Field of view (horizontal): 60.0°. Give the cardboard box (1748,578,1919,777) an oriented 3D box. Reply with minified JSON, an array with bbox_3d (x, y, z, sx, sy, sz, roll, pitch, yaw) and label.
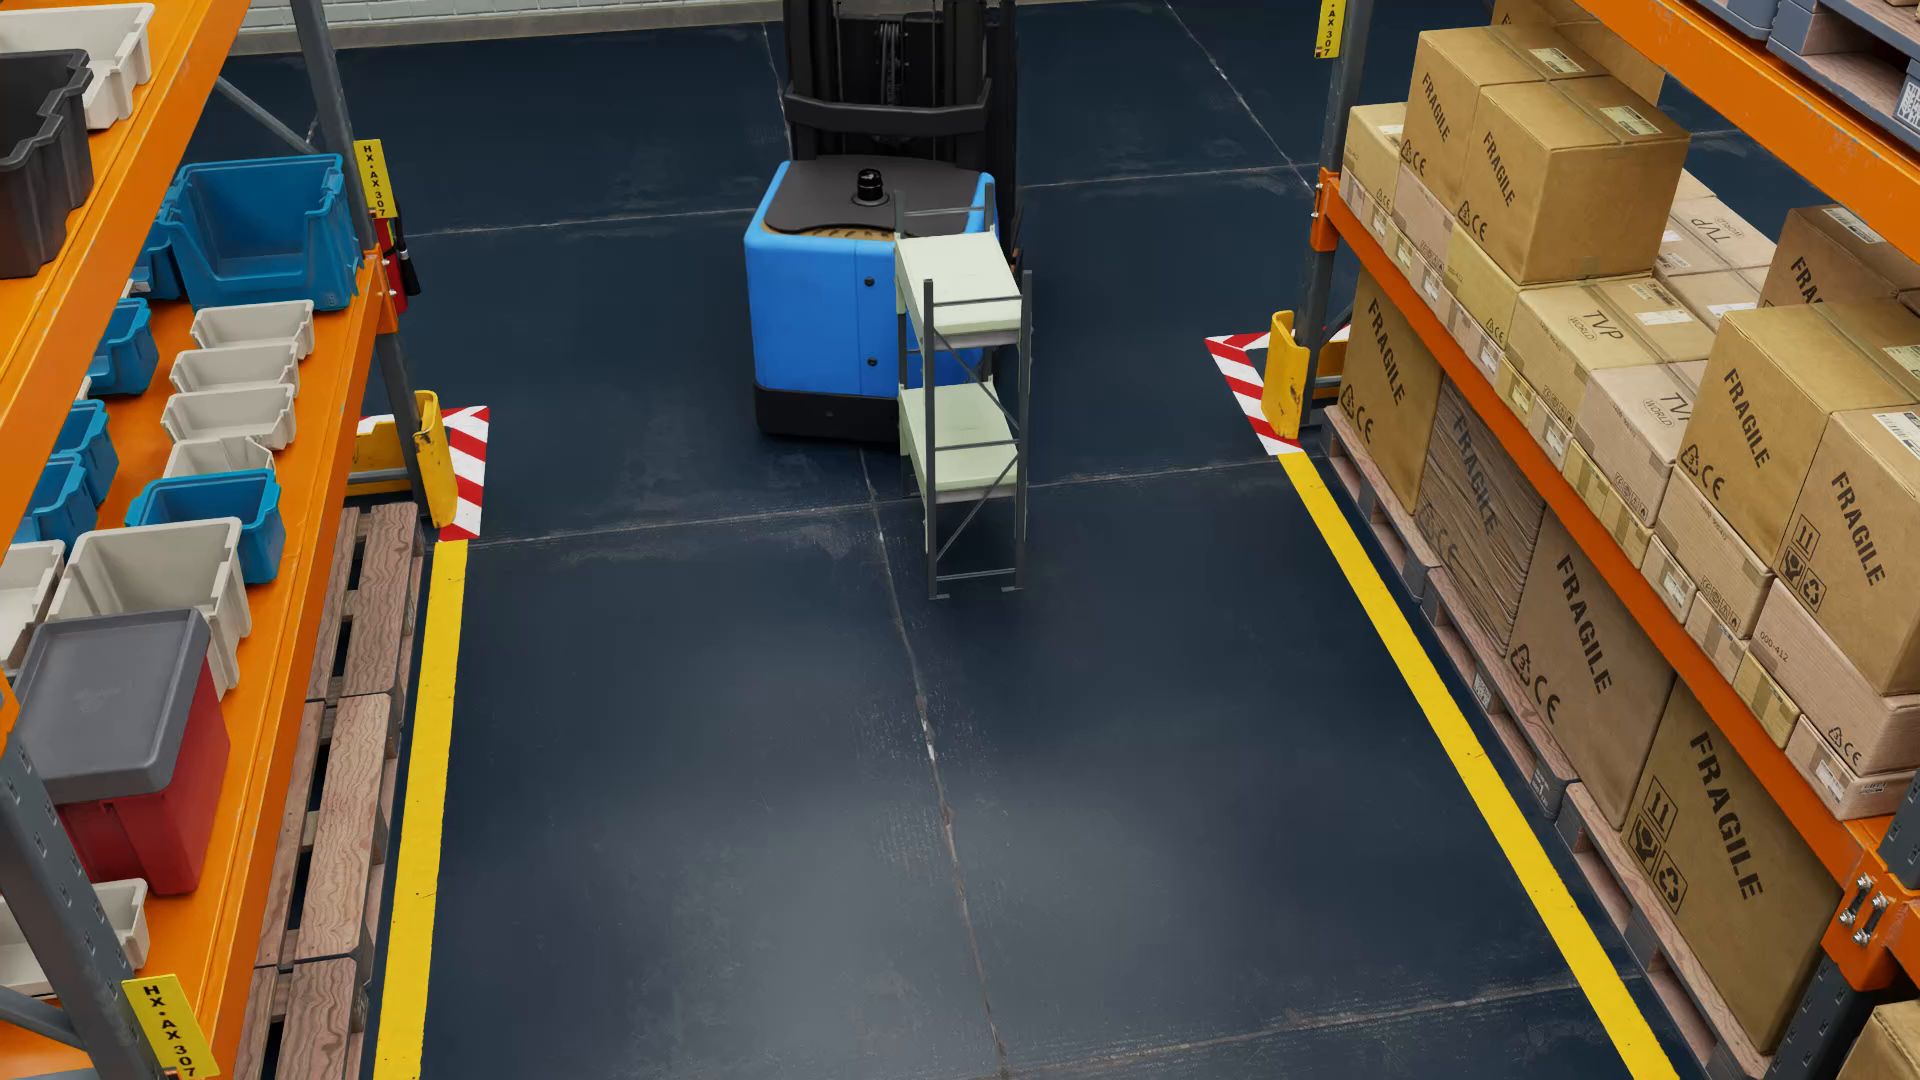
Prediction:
[{"bbox_3d":[2.425,0.316,4.279,0.500,0.250,0.500,-7,38,-9],"label":"cardboard box"}]

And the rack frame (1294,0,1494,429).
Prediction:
[{"bbox_3d":[2.060,-1.804,7.127,1.000,3.000,0.127,-6,38,-8],"label":"rack frame"}]

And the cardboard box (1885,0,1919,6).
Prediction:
[{"bbox_3d":[2.475,-1.609,3.925,0.700,0.500,0.500,-4,38,-6],"label":"cardboard box"}]

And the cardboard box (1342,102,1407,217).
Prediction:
[{"bbox_3d":[1.878,-1.543,6.671,0.500,0.250,0.500,-7,38,-9],"label":"cardboard box"}]

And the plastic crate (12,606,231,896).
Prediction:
[{"bbox_3d":[-2.025,0.530,4.022,0.402,0.464,0.583,-6,38,-8],"label":"plastic crate"}]

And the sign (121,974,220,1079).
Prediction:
[{"bbox_3d":[-1.573,0.978,3.321,0.100,0.325,0.005,-6,38,-8],"label":"sign"}]

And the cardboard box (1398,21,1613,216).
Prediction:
[{"bbox_3d":[1.966,-1.537,6.052,0.500,0.500,0.500,-7,38,-9],"label":"cardboard box"}]

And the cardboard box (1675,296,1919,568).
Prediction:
[{"bbox_3d":[2.333,-0.294,4.452,0.500,0.500,0.500,-6,38,-7],"label":"cardboard box"}]

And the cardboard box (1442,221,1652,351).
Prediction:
[{"bbox_3d":[2.060,-0.926,5.877,0.500,0.250,0.500,-7,38,-9],"label":"cardboard box"}]

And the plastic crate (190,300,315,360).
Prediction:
[{"bbox_3d":[-2.495,-0.718,5.895,0.396,0.136,0.243,-6,38,-8],"label":"plastic crate"}]

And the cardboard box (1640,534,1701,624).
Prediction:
[{"bbox_3d":[2.250,0.097,4.885,0.380,0.149,0.250,-6,38,-7],"label":"cardboard box"}]

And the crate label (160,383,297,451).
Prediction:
[{"bbox_3d":[-2.386,-0.375,5.454,0.396,0.136,0.243,-6,38,-8],"label":"crate label"}]

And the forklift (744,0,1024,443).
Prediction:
[{"bbox_3d":[-0.250,-2.484,8.058,1.130,2.935,3.031,5,38,6],"label":"forklift"}]

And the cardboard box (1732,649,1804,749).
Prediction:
[{"bbox_3d":[2.340,0.407,4.486,0.380,0.149,0.250,-6,38,-7],"label":"cardboard box"}]

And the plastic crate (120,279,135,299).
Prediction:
[{"bbox_3d":[-3.123,-0.803,6.005,0.250,0.136,0.298,-6,38,-8],"label":"plastic crate"}]

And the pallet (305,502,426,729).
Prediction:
[{"bbox_3d":[-2.710,0.332,6.650,1.003,0.211,1.213,-6,38,-8],"label":"pallet"}]

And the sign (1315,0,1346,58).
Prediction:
[{"bbox_3d":[1.512,-2.121,6.765,0.100,0.325,0.005,-6,38,-8],"label":"sign"}]

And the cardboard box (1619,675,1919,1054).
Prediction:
[{"bbox_3d":[2.724,0.878,5.064,0.875,0.875,0.875,-6,38,-8],"label":"cardboard box"}]

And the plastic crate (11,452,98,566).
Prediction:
[{"bbox_3d":[-2.814,-0.068,4.980,0.416,0.233,0.300,-6,38,-8],"label":"plastic crate"}]

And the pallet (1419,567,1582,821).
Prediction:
[{"bbox_3d":[2.487,0.507,6.425,1.003,0.211,1.213,-6,38,-8],"label":"pallet"}]

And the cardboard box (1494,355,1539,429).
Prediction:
[{"bbox_3d":[2.068,-0.526,5.687,0.380,0.149,0.250,-7,38,-9],"label":"cardboard box"}]

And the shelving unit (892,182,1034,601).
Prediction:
[{"bbox_3d":[0.001,-0.588,6.785,0.431,1.500,0.755,-6,38,-8],"label":"shelving unit"}]

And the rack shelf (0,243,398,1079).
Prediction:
[{"bbox_3d":[-2.466,0.221,5.107,1.077,0.370,4.000,-6,38,-8],"label":"rack shelf"}]

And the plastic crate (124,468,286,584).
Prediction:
[{"bbox_3d":[-2.204,-0.016,4.913,0.416,0.233,0.300,-6,38,-8],"label":"plastic crate"}]

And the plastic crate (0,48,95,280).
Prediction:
[{"bbox_3d":[-2.063,-0.768,3.455,0.497,0.269,0.590,-6,38,-8],"label":"plastic crate"}]

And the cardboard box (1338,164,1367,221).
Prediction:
[{"bbox_3d":[1.797,-1.455,6.882,0.380,0.149,0.250,-6,38,-7],"label":"cardboard box"}]

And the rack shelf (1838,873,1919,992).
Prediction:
[{"bbox_3d":[3.112,2.104,2.683,1.077,0.370,4.000,-6,38,-8],"label":"rack shelf"}]

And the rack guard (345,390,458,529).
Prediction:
[{"bbox_3d":[-2.834,-0.297,7.225,1.175,0.500,0.348,-6,38,-8],"label":"rack guard"}]

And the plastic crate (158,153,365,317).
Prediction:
[{"bbox_3d":[-2.574,-1.127,6.177,0.616,0.435,0.499,-6,38,-8],"label":"plastic crate"}]

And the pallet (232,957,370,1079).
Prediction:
[{"bbox_3d":[-2.282,1.806,4.753,1.003,0.211,1.213,-6,38,-8],"label":"pallet"}]

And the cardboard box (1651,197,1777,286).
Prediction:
[{"bbox_3d":[2.584,-0.984,5.951,0.500,0.250,0.500,-7,38,-9],"label":"cardboard box"}]

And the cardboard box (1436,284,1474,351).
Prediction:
[{"bbox_3d":[1.979,-0.834,6.084,0.380,0.149,0.250,-7,38,-9],"label":"cardboard box"}]

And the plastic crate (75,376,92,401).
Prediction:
[{"bbox_3d":[-3.004,-0.394,5.478,0.250,0.136,0.298,-6,38,-8],"label":"plastic crate"}]

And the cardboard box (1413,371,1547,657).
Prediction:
[{"bbox_3d":[2.410,-0.203,6.456,0.875,0.875,0.875,-6,38,-8],"label":"cardboard box"}]

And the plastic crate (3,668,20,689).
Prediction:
[{"bbox_3d":[-2.576,0.583,4.230,0.437,0.125,0.590,-6,38,-8],"label":"plastic crate"}]

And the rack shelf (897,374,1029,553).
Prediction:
[{"bbox_3d":[0.001,-0.331,6.985,0.431,0.370,0.720,-6,38,-8],"label":"rack shelf"}]

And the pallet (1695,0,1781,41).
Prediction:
[{"bbox_3d":[2.417,-1.768,4.708,1.003,0.211,1.213,-6,38,-8],"label":"pallet"}]

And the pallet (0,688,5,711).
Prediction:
[{"bbox_3d":[-1.882,0.498,1.873,1.213,0.211,1.003,-6,38,-8],"label":"pallet"}]

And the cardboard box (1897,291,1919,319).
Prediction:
[{"bbox_3d":[2.850,-0.357,4.533,0.500,0.500,0.500,-6,38,-8],"label":"cardboard box"}]

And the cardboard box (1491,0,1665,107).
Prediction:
[{"bbox_3d":[2.404,-1.892,6.509,0.500,0.500,0.500,-6,38,-7],"label":"cardboard box"}]

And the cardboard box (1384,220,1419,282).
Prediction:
[{"bbox_3d":[1.889,-1.145,6.484,0.380,0.149,0.250,-7,38,-9],"label":"cardboard box"}]

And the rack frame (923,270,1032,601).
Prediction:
[{"bbox_3d":[0.065,-0.367,6.500,0.400,1.500,0.023,-6,38,-8],"label":"rack frame"}]

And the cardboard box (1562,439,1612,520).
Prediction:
[{"bbox_3d":[2.159,-0.214,5.285,0.380,0.149,0.250,-7,38,-9],"label":"cardboard box"}]

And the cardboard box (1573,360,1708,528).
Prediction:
[{"bbox_3d":[2.242,-0.305,5.077,0.500,0.250,0.500,-5,38,-7],"label":"cardboard box"}]
